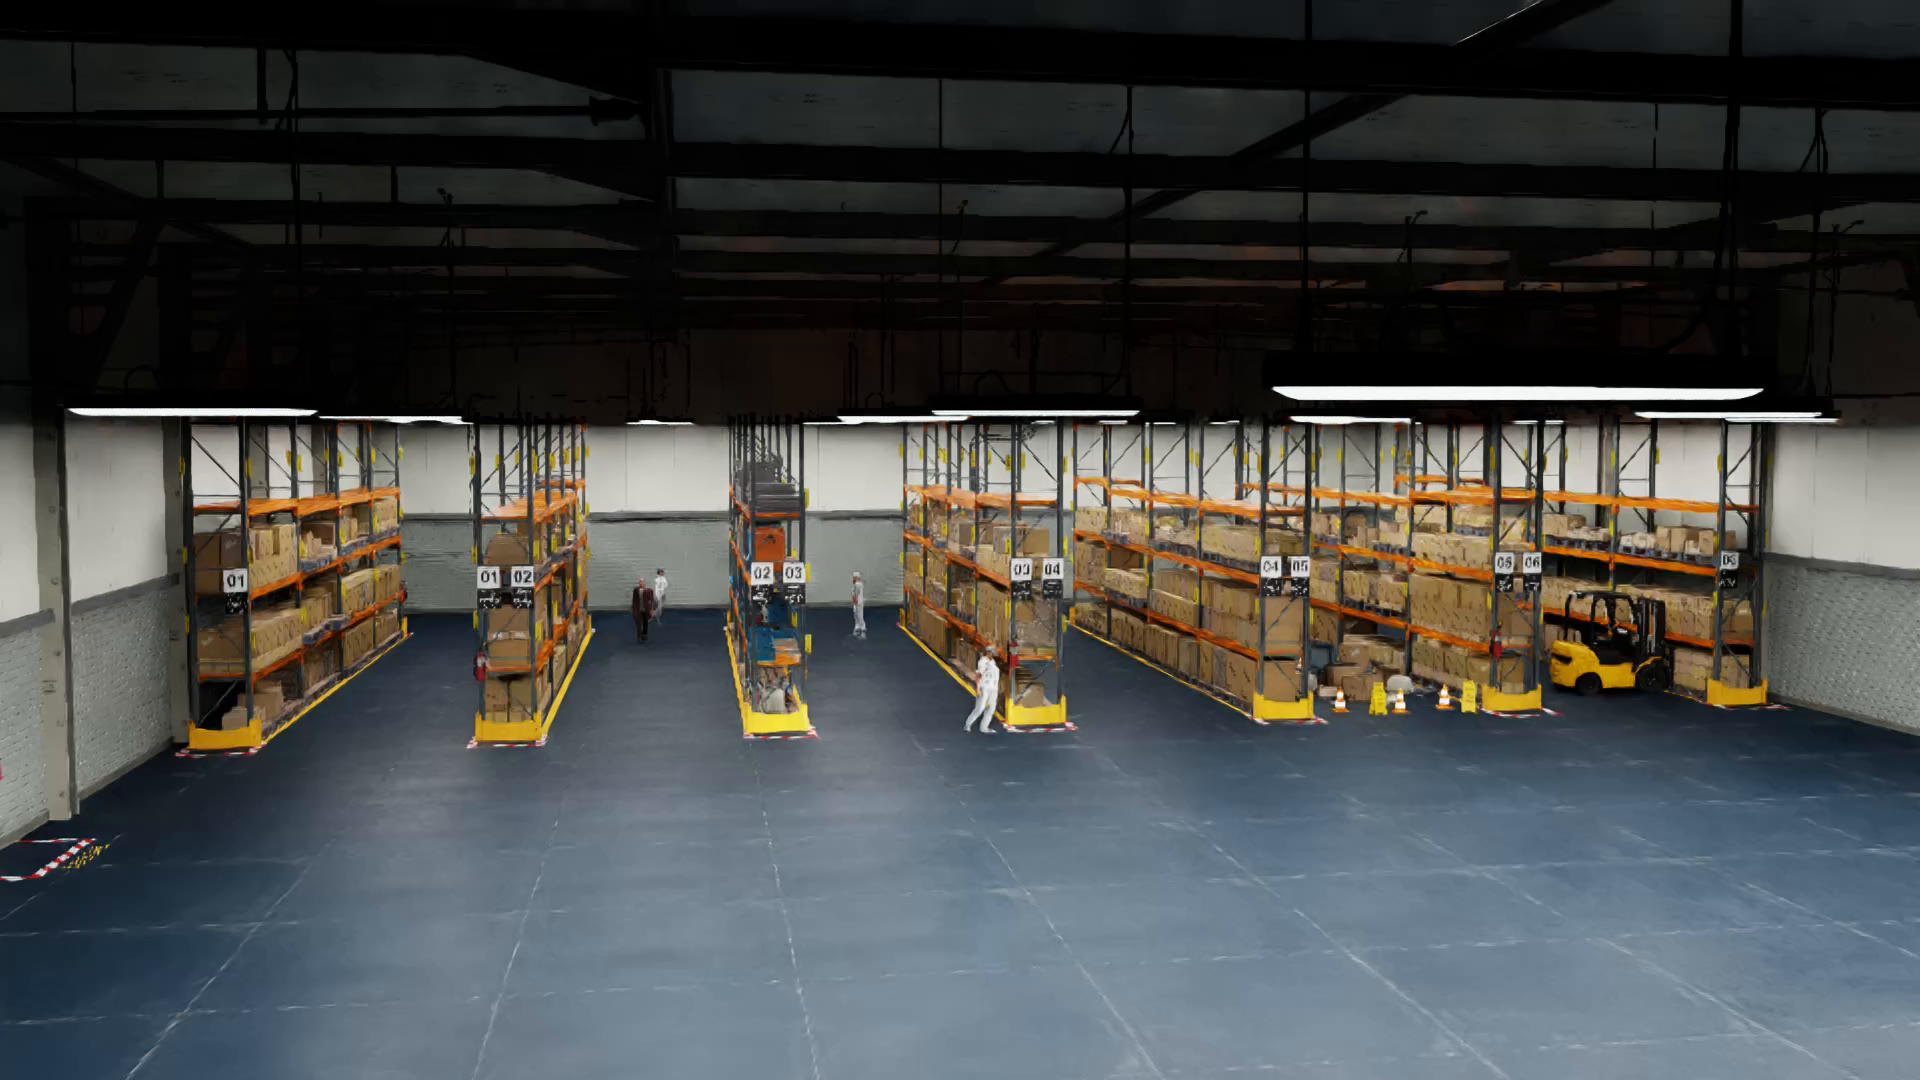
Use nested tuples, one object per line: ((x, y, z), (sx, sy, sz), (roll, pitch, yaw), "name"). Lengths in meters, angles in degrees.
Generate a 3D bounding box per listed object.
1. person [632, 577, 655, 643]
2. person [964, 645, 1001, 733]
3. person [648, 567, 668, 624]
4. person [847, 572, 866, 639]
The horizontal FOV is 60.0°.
((-8.442, 1.846, 44.302), (0.603, 1.724, 1.094), (-1, 4, -10), "person")
((0.407, 2.793, 31.166), (0.547, 1.641, 0.675), (3, 5, 41), "person")
((-8.754, 1.609, 48.188), (0.454, 1.659, 0.642), (1, 4, 21), "person")
((-2.794, 1.758, 44.977), (0.572, 1.785, 0.669), (0, 4, 5), "person")
